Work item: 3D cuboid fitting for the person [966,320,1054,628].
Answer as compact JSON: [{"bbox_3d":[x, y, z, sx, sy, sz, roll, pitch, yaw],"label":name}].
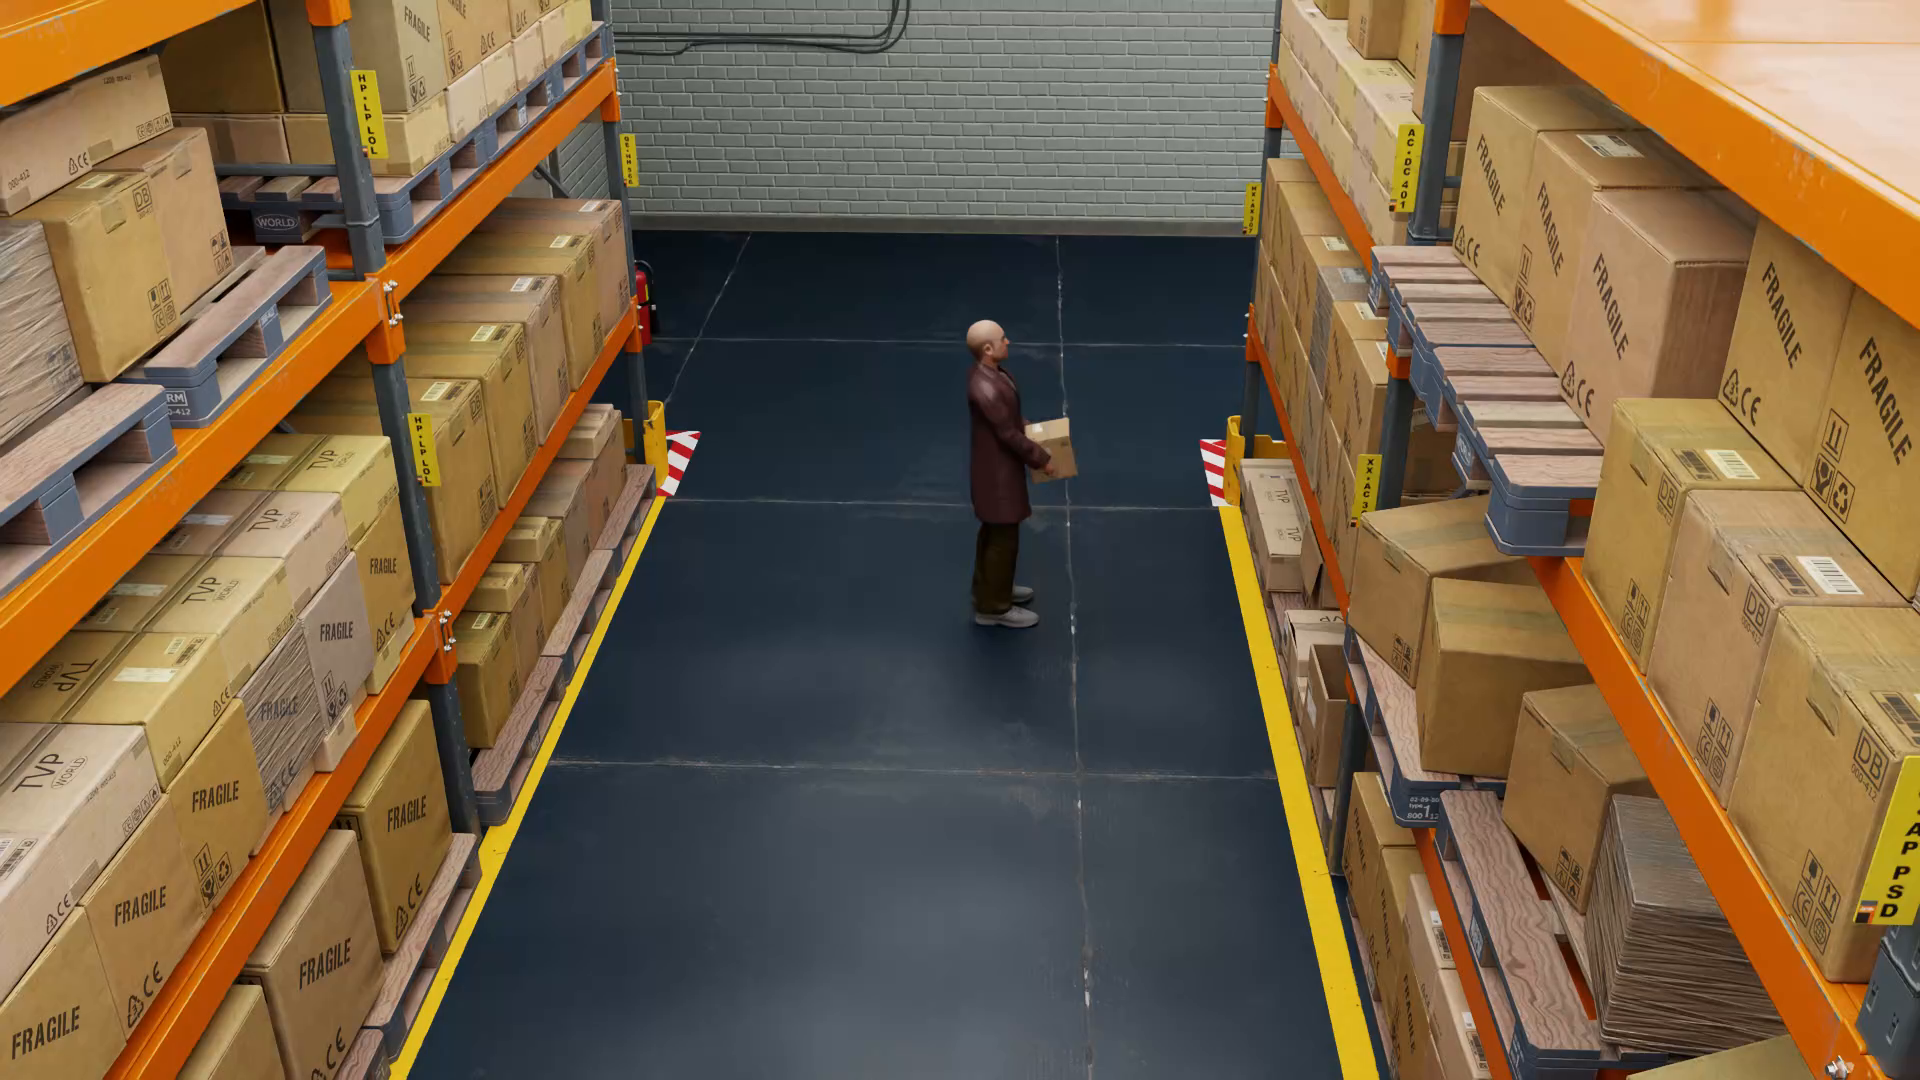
[{"bbox_3d":[0.305,-0.388,9.375,0.553,1.778,0.541,-2,28,-3],"label":"person"}]
